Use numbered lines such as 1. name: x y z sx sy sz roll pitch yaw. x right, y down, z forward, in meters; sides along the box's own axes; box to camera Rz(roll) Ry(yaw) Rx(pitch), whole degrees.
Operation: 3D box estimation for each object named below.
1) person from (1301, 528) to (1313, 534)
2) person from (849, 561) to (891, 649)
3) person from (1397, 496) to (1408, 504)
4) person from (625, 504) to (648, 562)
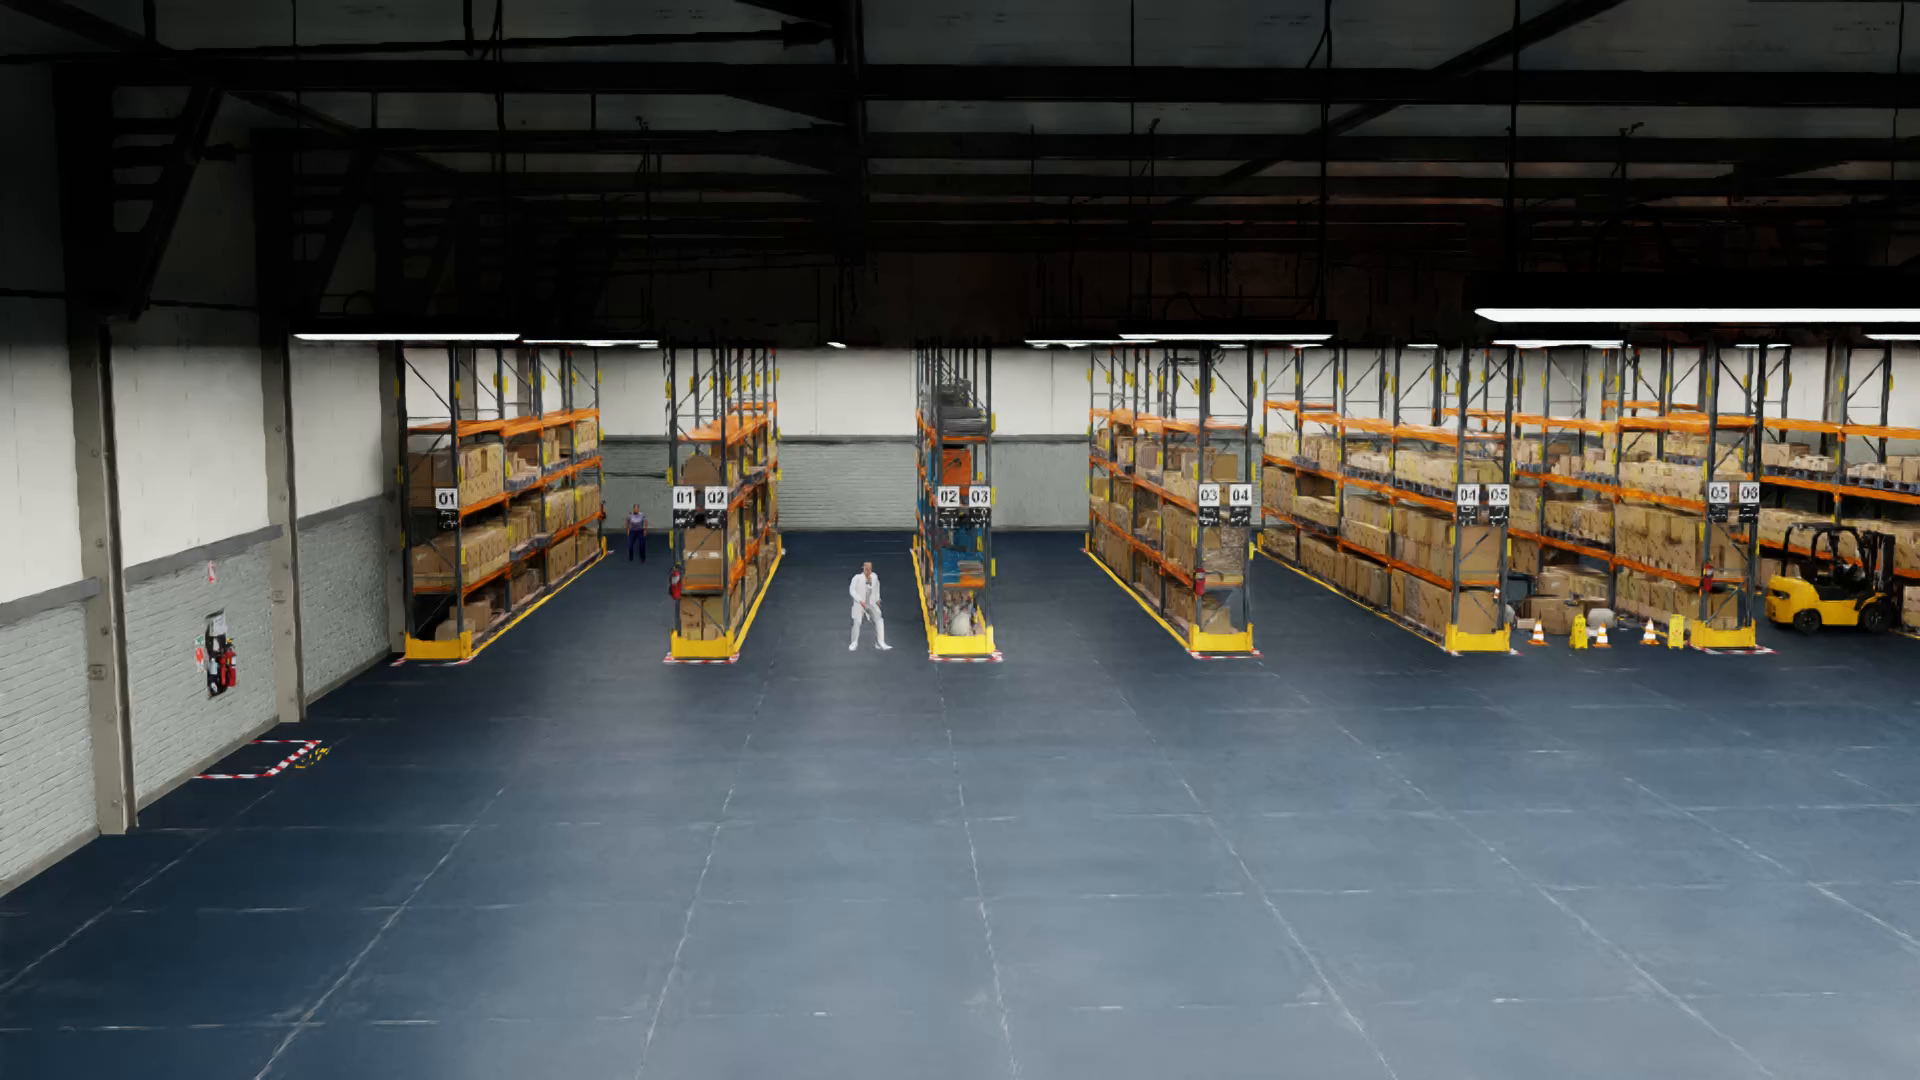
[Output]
1. person: 10.855 -0.994 51.398 0.690 1.761 0.514 -6 9 -43
2. person: -1.799 1.251 31.826 0.728 1.722 0.841 -3 7 -22
3. person: 12.657 -0.564 47.704 0.477 1.750 0.660 -2 7 -17
4. person: -8.790 -0.195 45.224 0.625 1.596 0.503 -1 7 -6
